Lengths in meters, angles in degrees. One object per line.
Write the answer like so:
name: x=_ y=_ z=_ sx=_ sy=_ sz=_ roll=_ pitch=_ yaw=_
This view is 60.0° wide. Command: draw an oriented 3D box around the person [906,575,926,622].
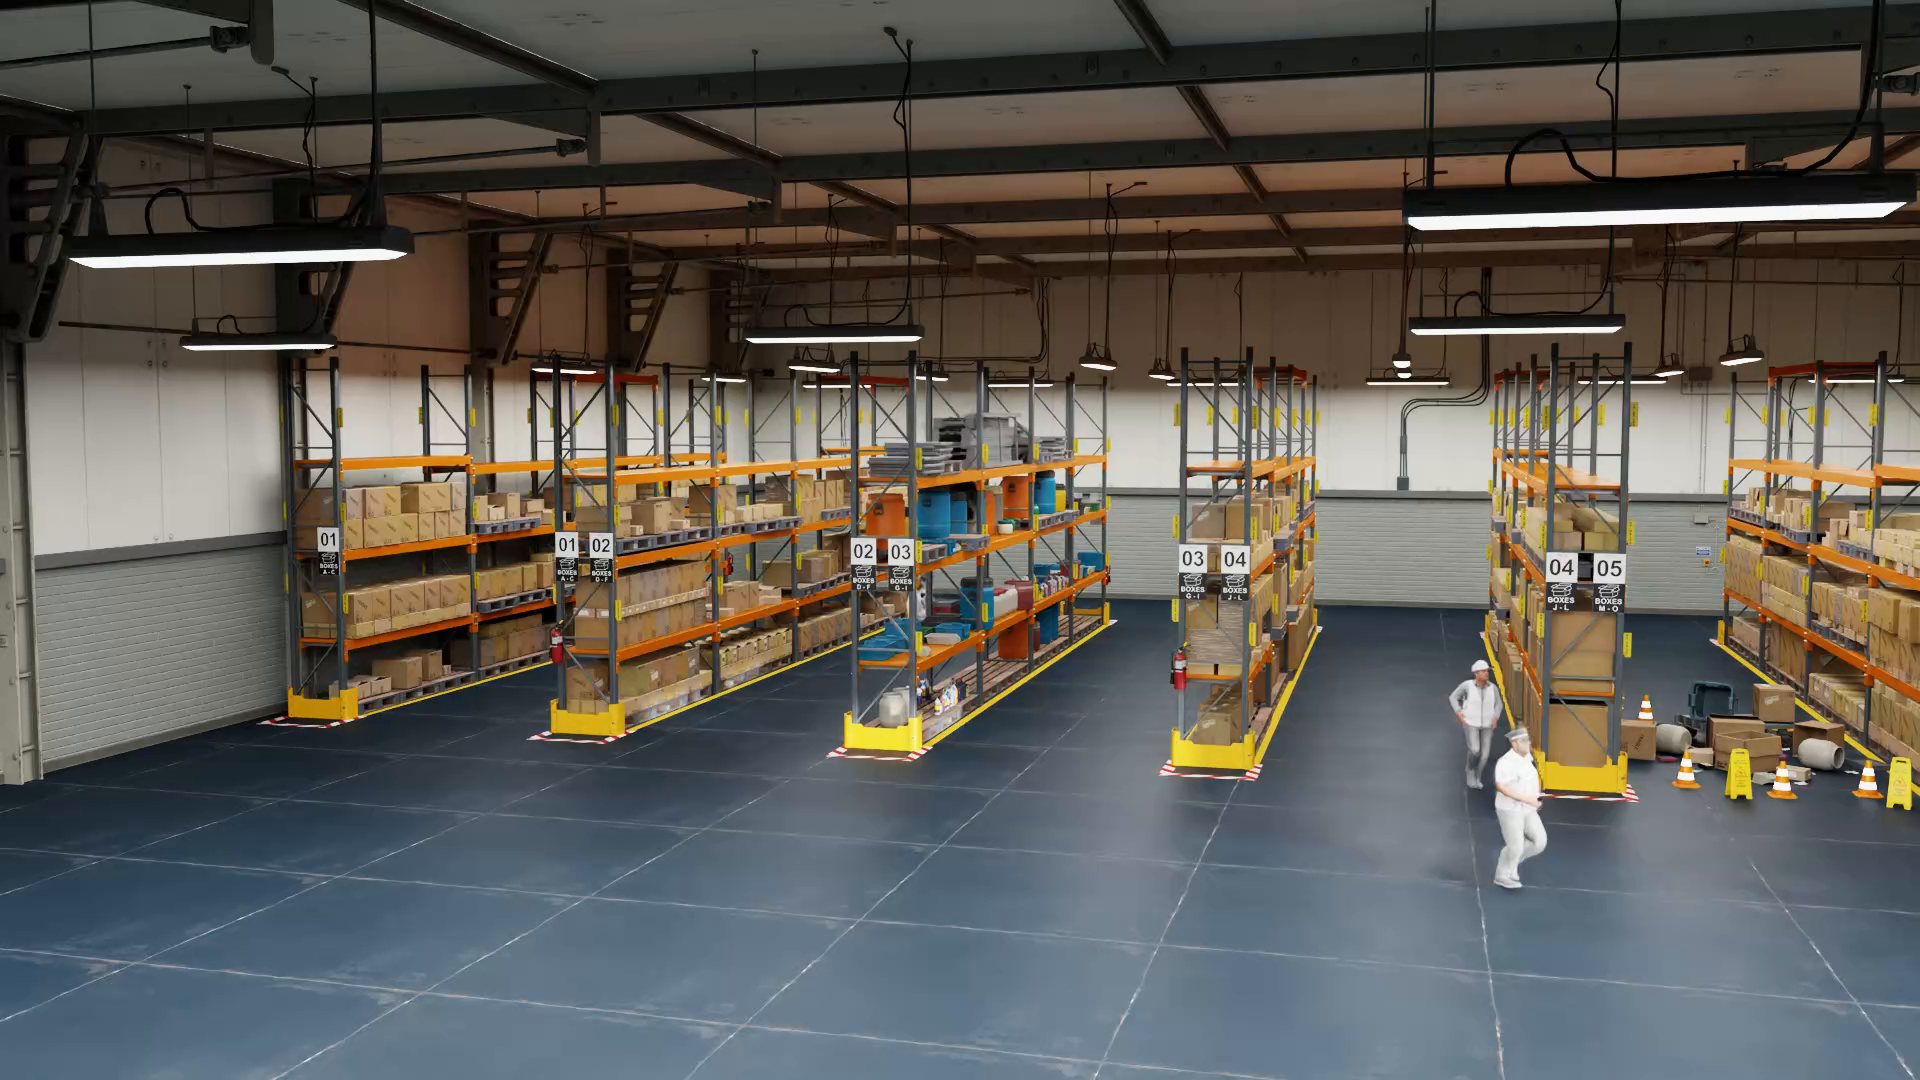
person: x=-0.793 y=1.507 z=32.409 sx=0.610 sy=1.676 sz=0.535 roll=1 pitch=4 yaw=16

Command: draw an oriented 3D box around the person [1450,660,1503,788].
person: x=6.982 y=2.487 z=22.375 sx=0.678 sy=1.739 sz=0.599 roll=0 pitch=4 yaw=0

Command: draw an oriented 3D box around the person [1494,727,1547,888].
person: x=5.959 y=2.830 z=17.595 sx=0.706 sy=1.735 sz=0.608 roll=-3 pitch=5 yaw=-37
